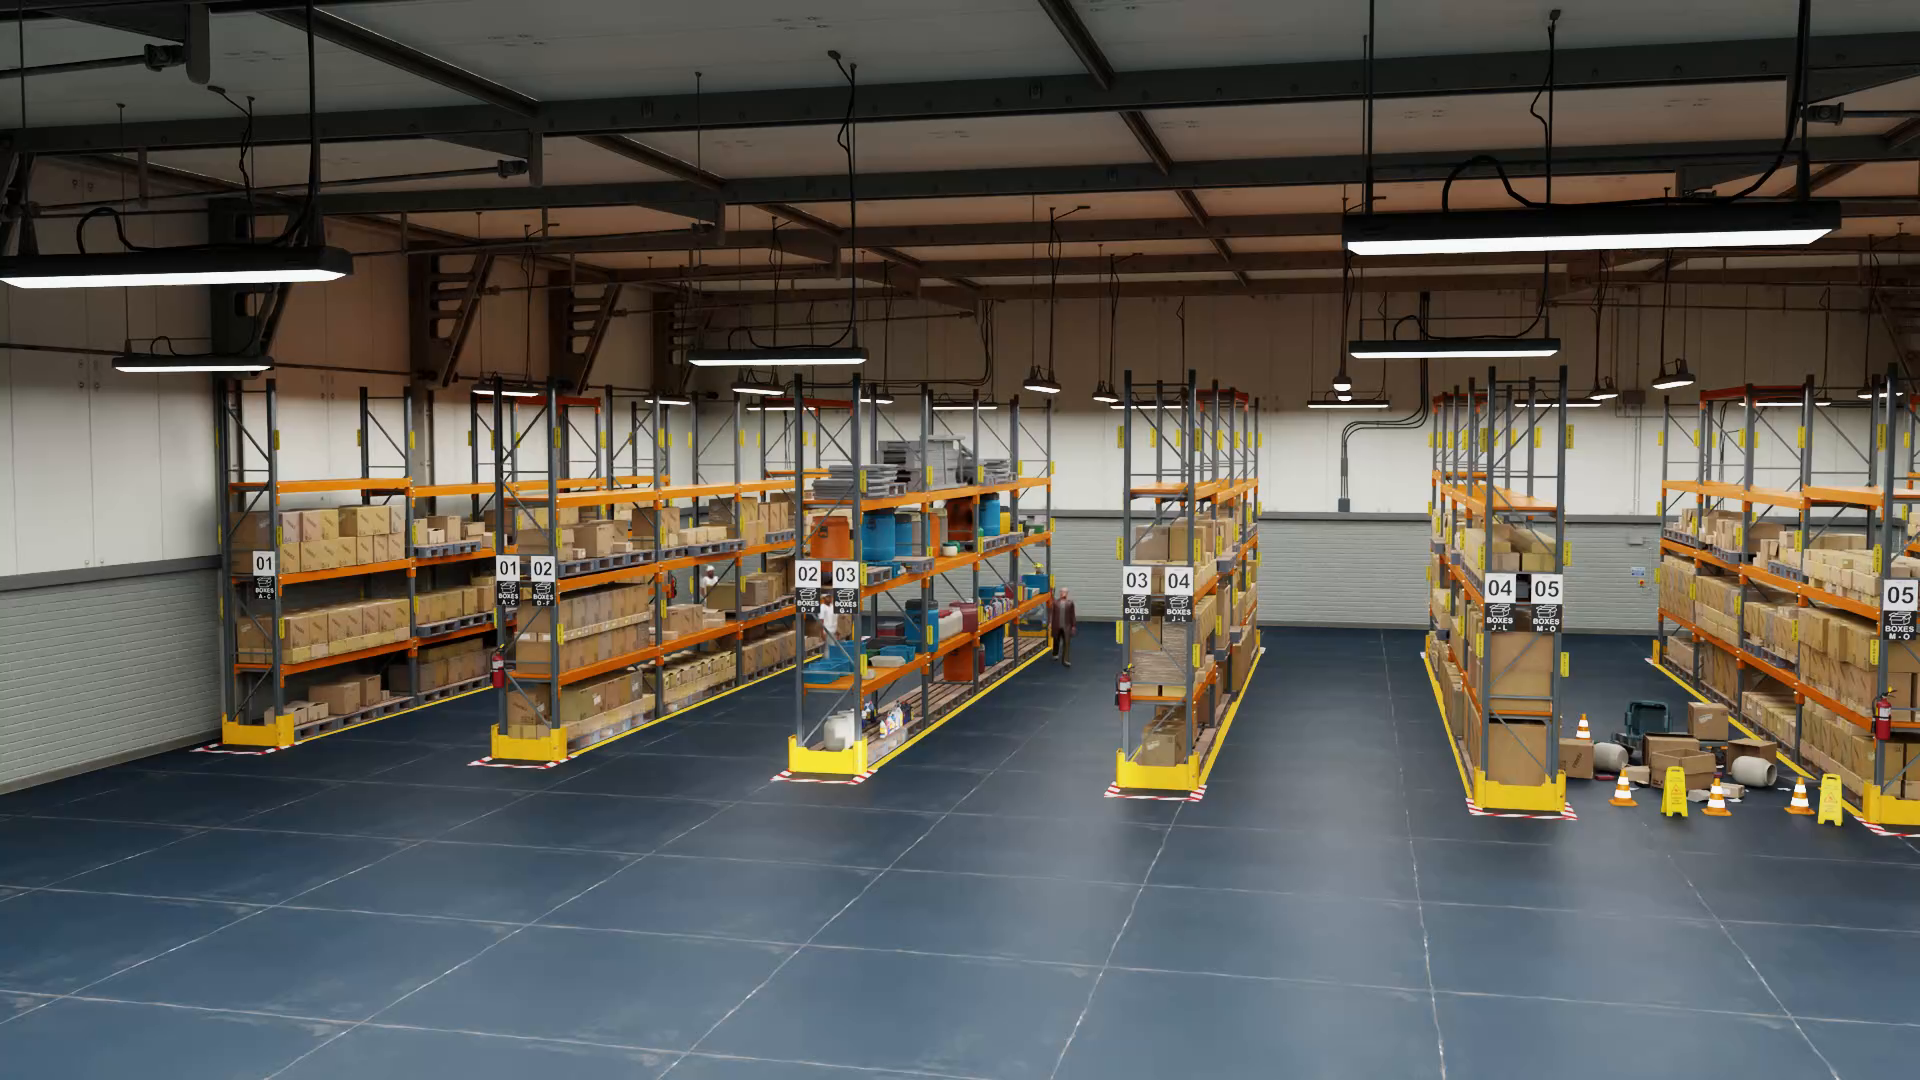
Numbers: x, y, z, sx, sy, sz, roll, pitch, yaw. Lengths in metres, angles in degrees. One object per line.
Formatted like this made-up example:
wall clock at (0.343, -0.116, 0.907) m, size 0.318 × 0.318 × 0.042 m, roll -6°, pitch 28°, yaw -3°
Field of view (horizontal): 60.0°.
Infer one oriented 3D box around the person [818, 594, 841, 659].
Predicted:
person at (-2.780, 1.982, 35.657) m, size 0.503 × 1.773 × 0.602 m, roll 1°, pitch 4°, yaw 13°

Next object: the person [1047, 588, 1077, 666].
person at (2.275, 1.923, 37.004) m, size 0.679 × 1.729 × 1.084 m, roll 0°, pitch 3°, yaw 0°

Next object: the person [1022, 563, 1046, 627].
person at (2.081, 1.469, 44.401) m, size 0.869 × 1.716 × 0.624 m, roll 3°, pitch 5°, yaw 42°

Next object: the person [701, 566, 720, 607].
person at (-6.377, 1.528, 43.142) m, size 0.639 × 1.727 × 1.014 m, roll -3°, pitch 4°, yaw -39°
